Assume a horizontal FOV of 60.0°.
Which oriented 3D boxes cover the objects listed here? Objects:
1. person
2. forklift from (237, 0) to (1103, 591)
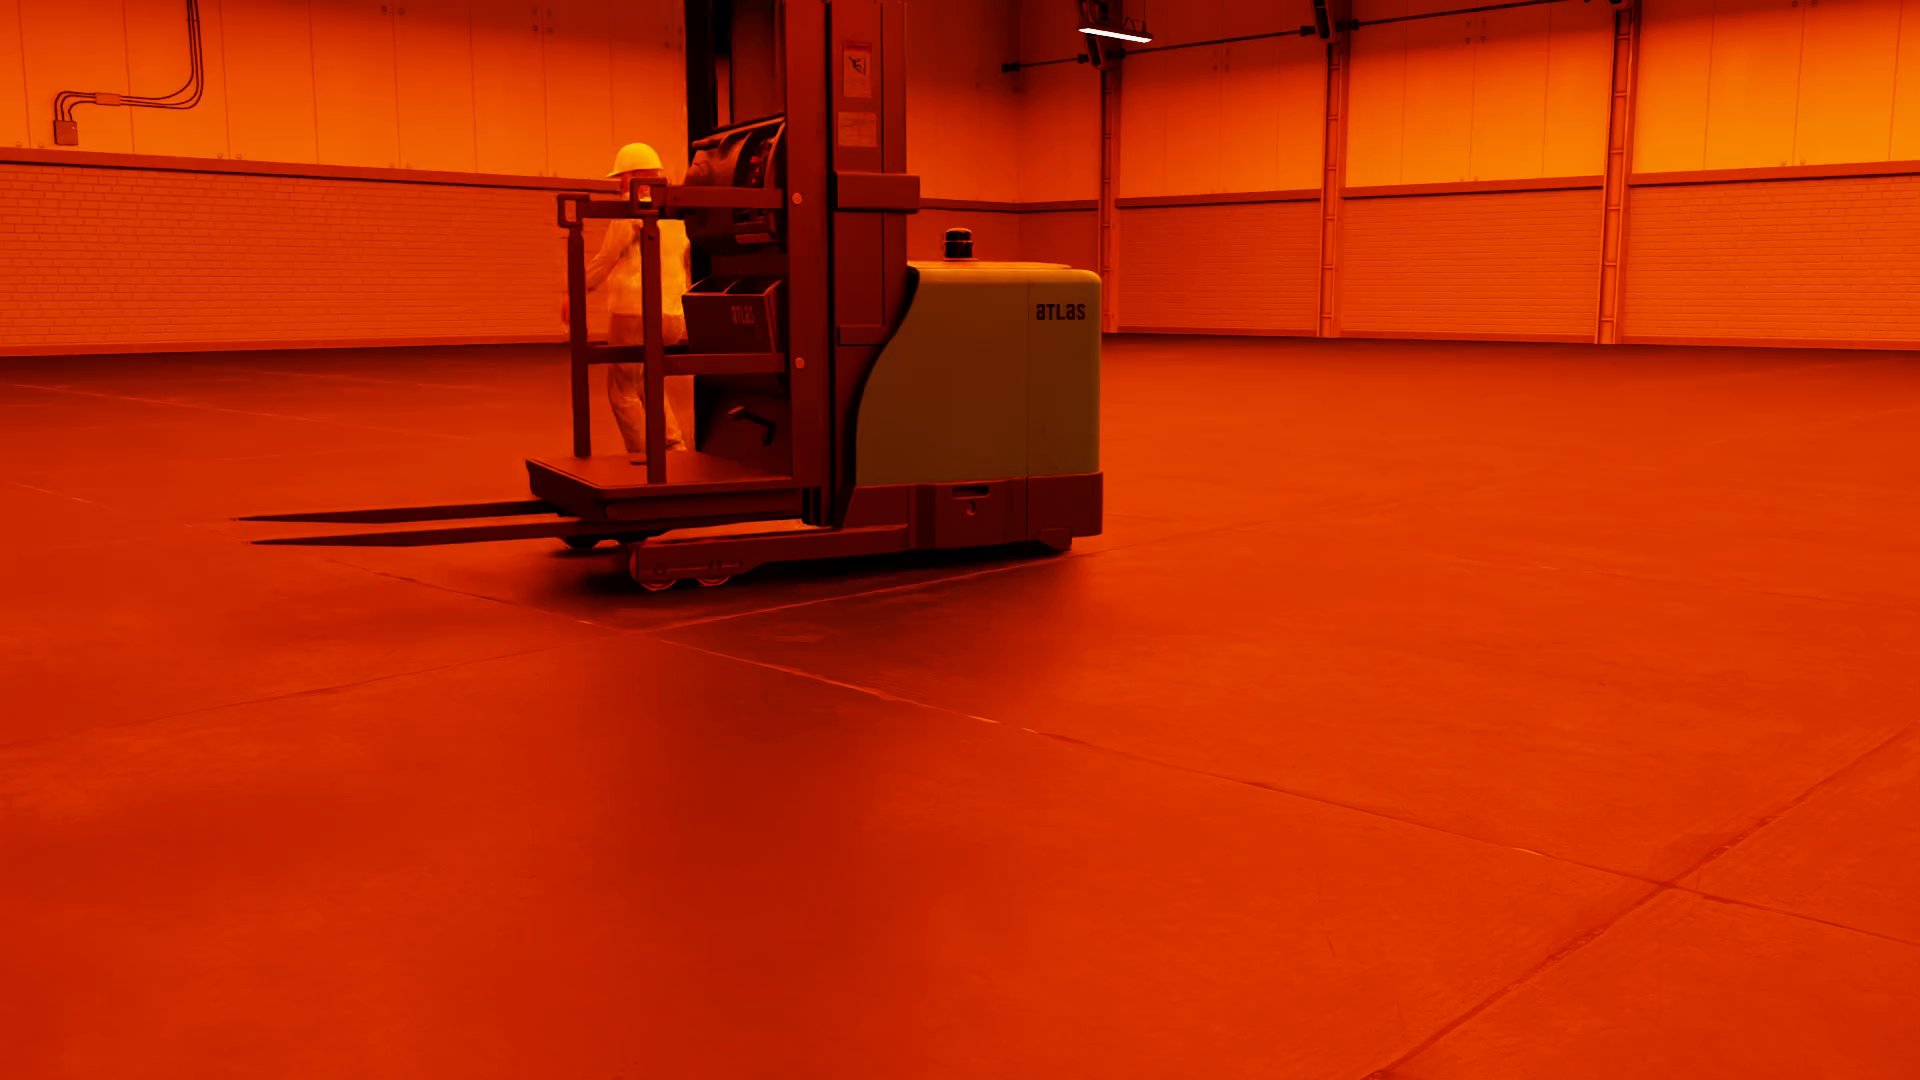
[{"bbox_3d":[-1.702,-1.164,8.672,0.498,1.767,0.805,7,11,38],"label":"person"},{"bbox_3d":[-1.002,-1.367,5.954,3.031,2.935,1.130,-4,10,-27],"label":"forklift"}]
